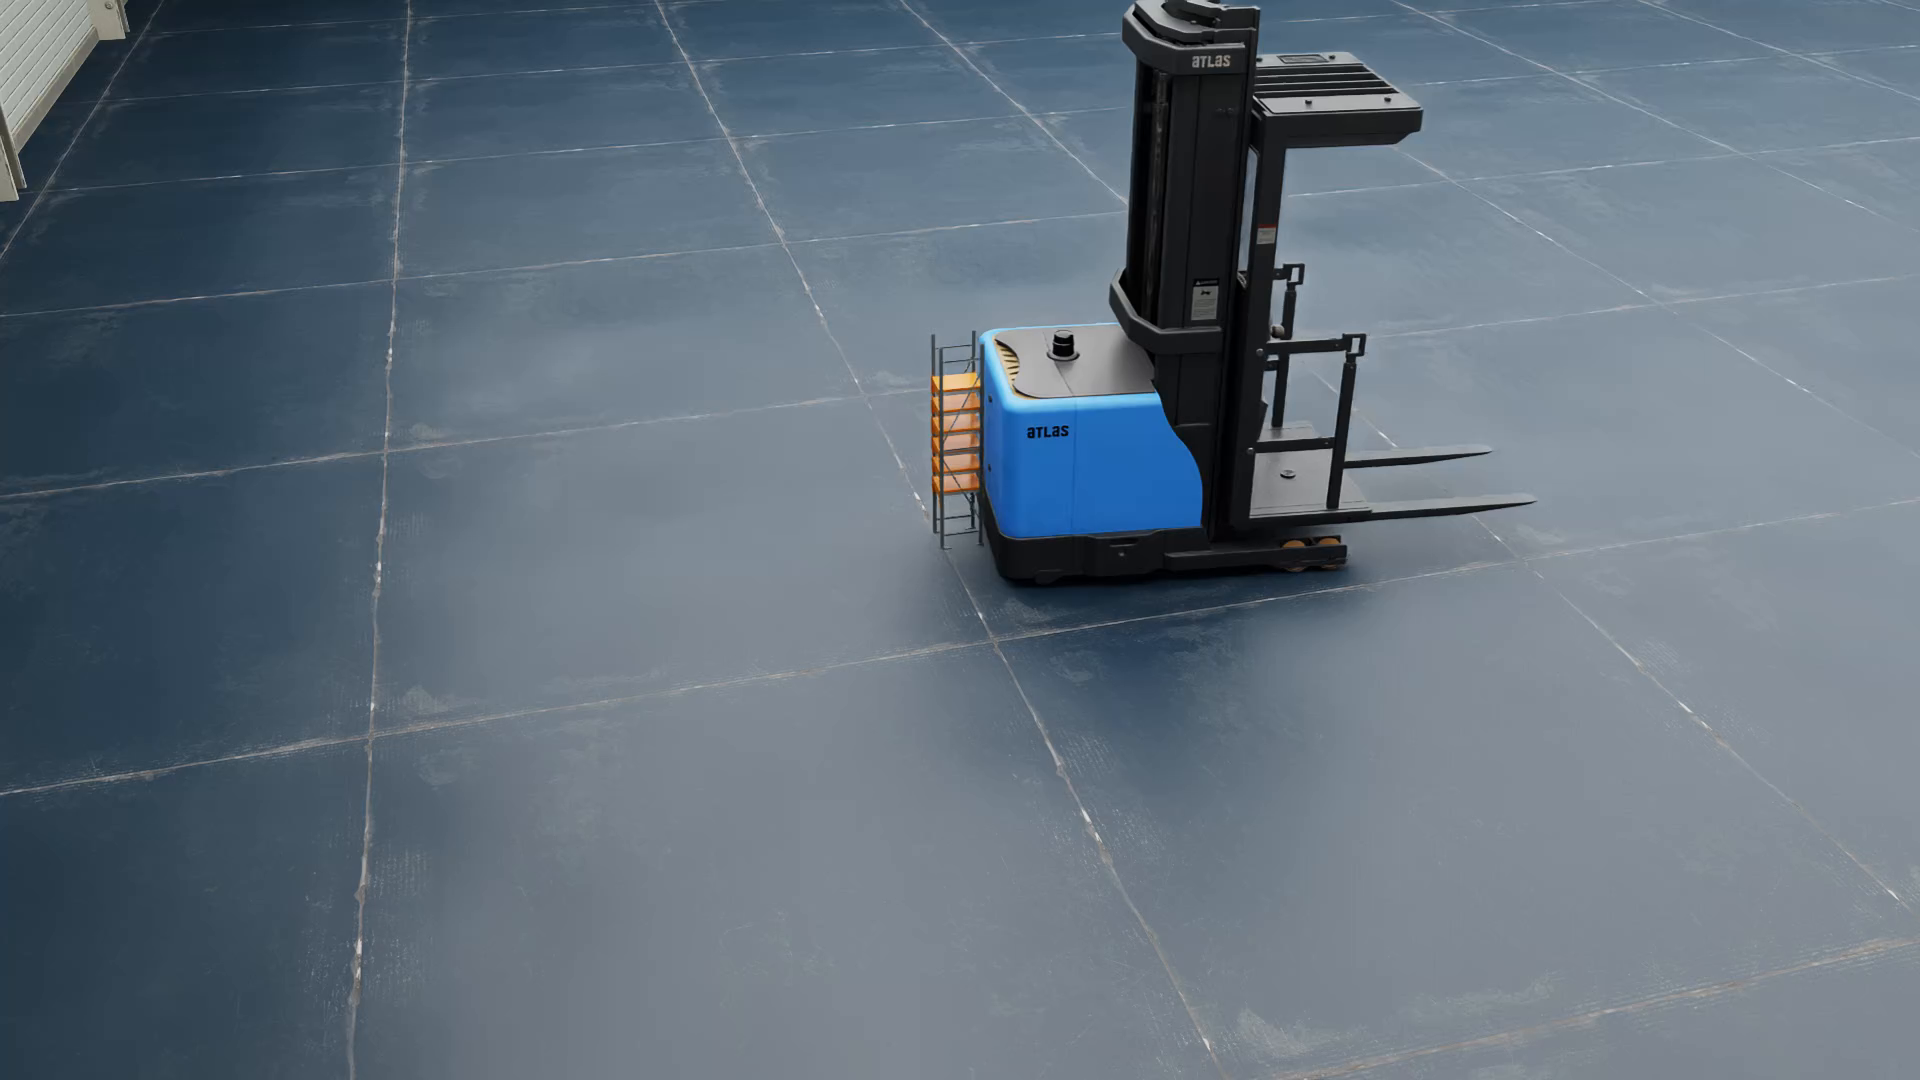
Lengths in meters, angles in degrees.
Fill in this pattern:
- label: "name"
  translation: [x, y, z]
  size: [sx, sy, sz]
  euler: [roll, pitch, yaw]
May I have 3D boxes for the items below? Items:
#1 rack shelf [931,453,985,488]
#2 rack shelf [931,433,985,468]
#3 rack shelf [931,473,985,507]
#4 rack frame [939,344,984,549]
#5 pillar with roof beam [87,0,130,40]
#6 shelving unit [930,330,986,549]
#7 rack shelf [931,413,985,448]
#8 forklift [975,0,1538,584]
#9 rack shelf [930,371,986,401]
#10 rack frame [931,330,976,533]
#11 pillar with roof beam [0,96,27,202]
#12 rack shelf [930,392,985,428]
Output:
- label: "rack shelf"
  translation: [-0.013, -0.385, 9.045]
  size: [0.258, 0.103, 0.180]
  euler: [-7, 31, -12]
- label: "rack shelf"
  translation: [-0.013, -0.489, 8.984]
  size: [0.258, 0.103, 0.180]
  euler: [-7, 31, -12]
- label: "rack shelf"
  translation: [-0.013, -0.281, 9.105]
  size: [0.258, 0.103, 0.180]
  euler: [-7, 31, -12]
- label: "rack frame"
  translation: [0.009, -0.482, 8.885]
  size: [0.240, 1.200, 0.006]
  euler: [-7, 31, -12]
- label: "pillar with roof beam"
  translation: [-5.747, -10.361, 18.168]
  size: [9.100, 9.000, 0.400]
  euler: [-8, 31, -13]
- label: "shelving unit"
  translation: [-0.013, -0.527, 8.962]
  size: [0.258, 1.200, 0.189]
  euler: [-7, 31, -12]
- label: "rack shelf"
  translation: [-0.012, -0.592, 8.924]
  size: [0.258, 0.103, 0.180]
  euler: [-7, 31, -12]
- label: "forklift"
  translation: [1.647, -1.356, 8.667]
  size: [3.031, 2.935, 1.130]
  euler: [-4, 30, -7]
- label: "rack shelf"
  translation: [-0.012, -0.799, 8.803]
  size: [0.258, 0.103, 0.180]
  euler: [-7, 31, -12]
- label: "rack frame"
  translation: [-0.034, -0.572, 9.039]
  size: [0.240, 1.200, 0.006]
  euler: [-7, 31, -12]
- label: "pillar with roof beam"
  translation: [-4.154, -7.463, 13.161]
  size: [9.100, 9.000, 0.400]
  euler: [-8, 31, -13]
- label: "rack shelf"
  translation: [-0.012, -0.696, 8.863]
  size: [0.258, 0.103, 0.180]
  euler: [-7, 31, -12]
